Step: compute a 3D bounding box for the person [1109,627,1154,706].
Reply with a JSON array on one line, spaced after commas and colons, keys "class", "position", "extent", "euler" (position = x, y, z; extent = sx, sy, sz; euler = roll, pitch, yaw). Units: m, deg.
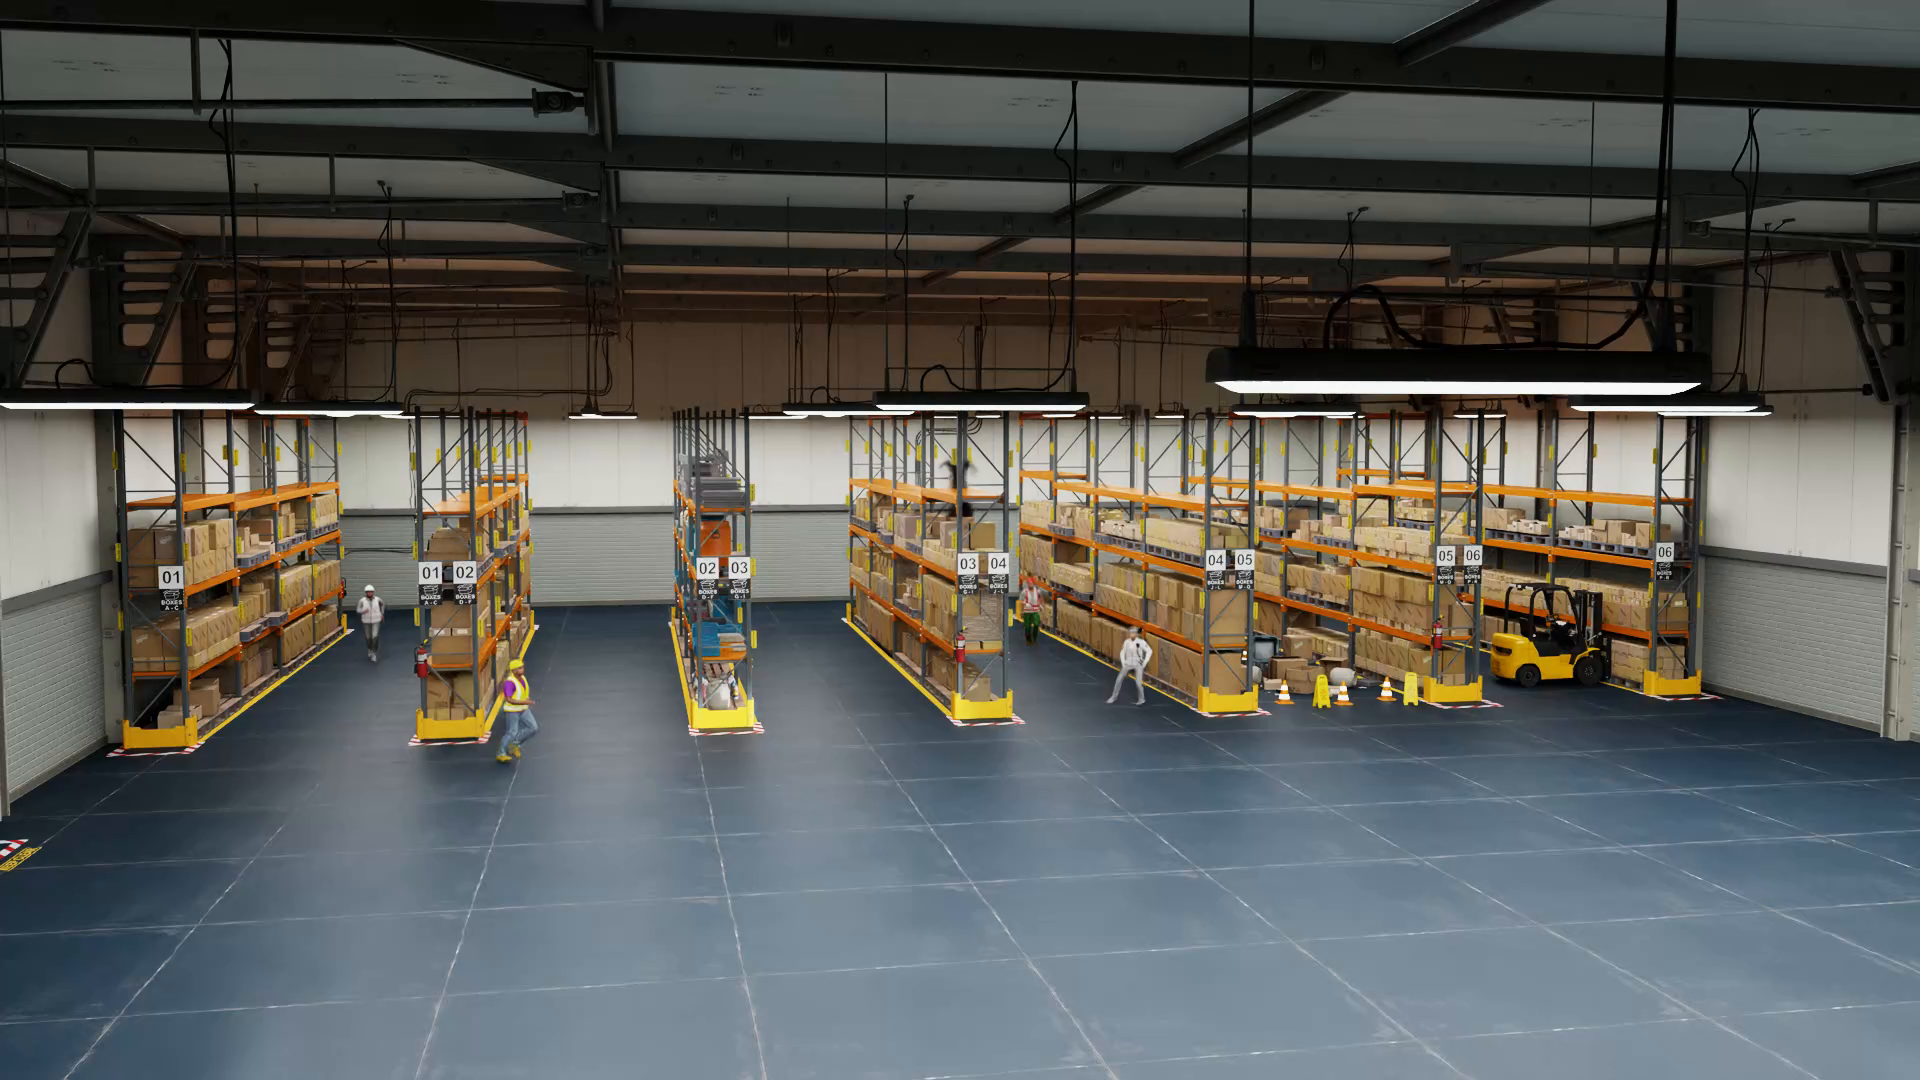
[{"class": "person", "position": [3.453, 2.545, 33.695], "extent": [0.916, 1.622, 0.433], "euler": [2, 5, 27]}]

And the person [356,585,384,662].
[{"class": "person", "position": [-14.142, 1.982, 39.894], "extent": [0.620, 1.807, 0.899], "euler": [-1, 4, -14]}]

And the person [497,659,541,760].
[{"class": "person", "position": [-7.377, 2.849, 27.938], "extent": [0.843, 1.722, 0.699], "euler": [2, 4, 25]}]

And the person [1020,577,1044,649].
[{"class": "person", "position": [1.826, 1.841, 42.068], "extent": [0.645, 1.803, 0.812], "euler": [0, 4, -7]}]
